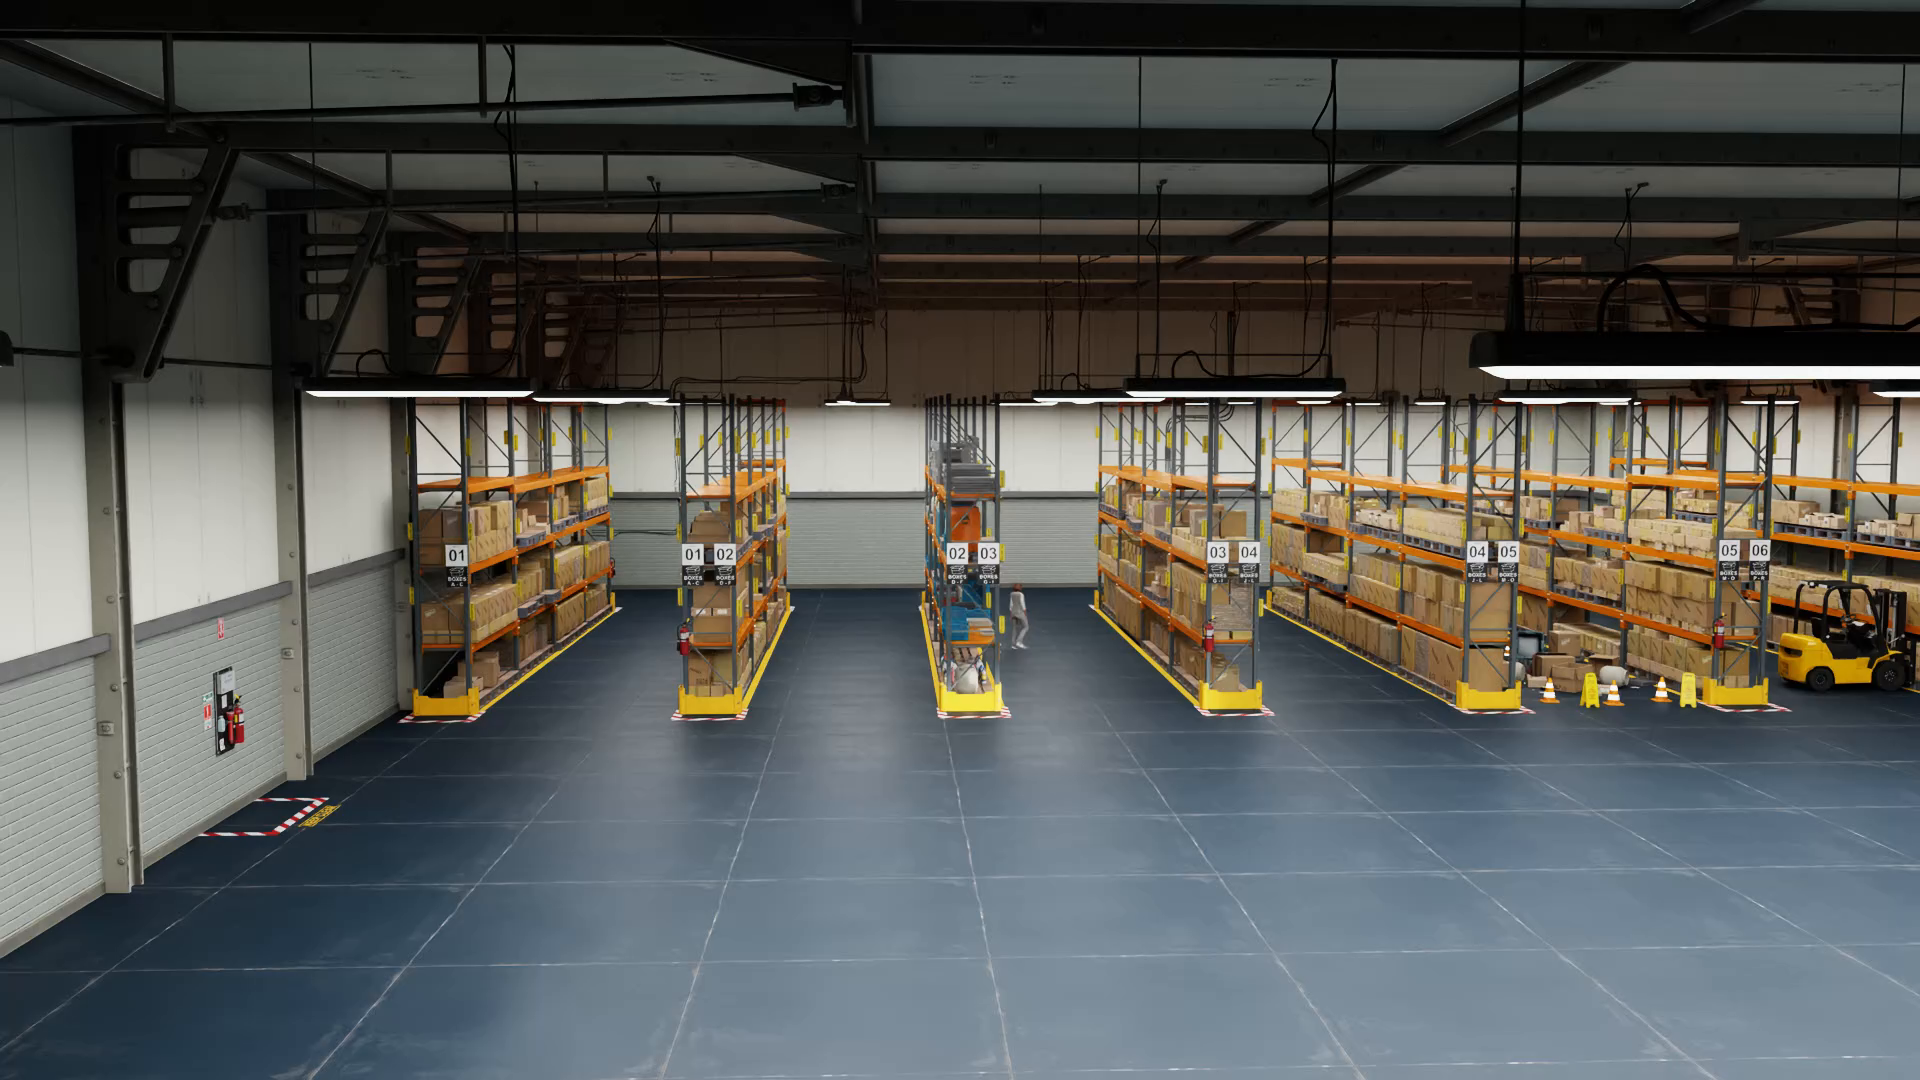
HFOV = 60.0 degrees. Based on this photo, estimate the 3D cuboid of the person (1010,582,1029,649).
[{"bbox_3d":[1.383,1.797,39.479,0.506,1.599,0.366,4,6,42],"label":"person"}]
